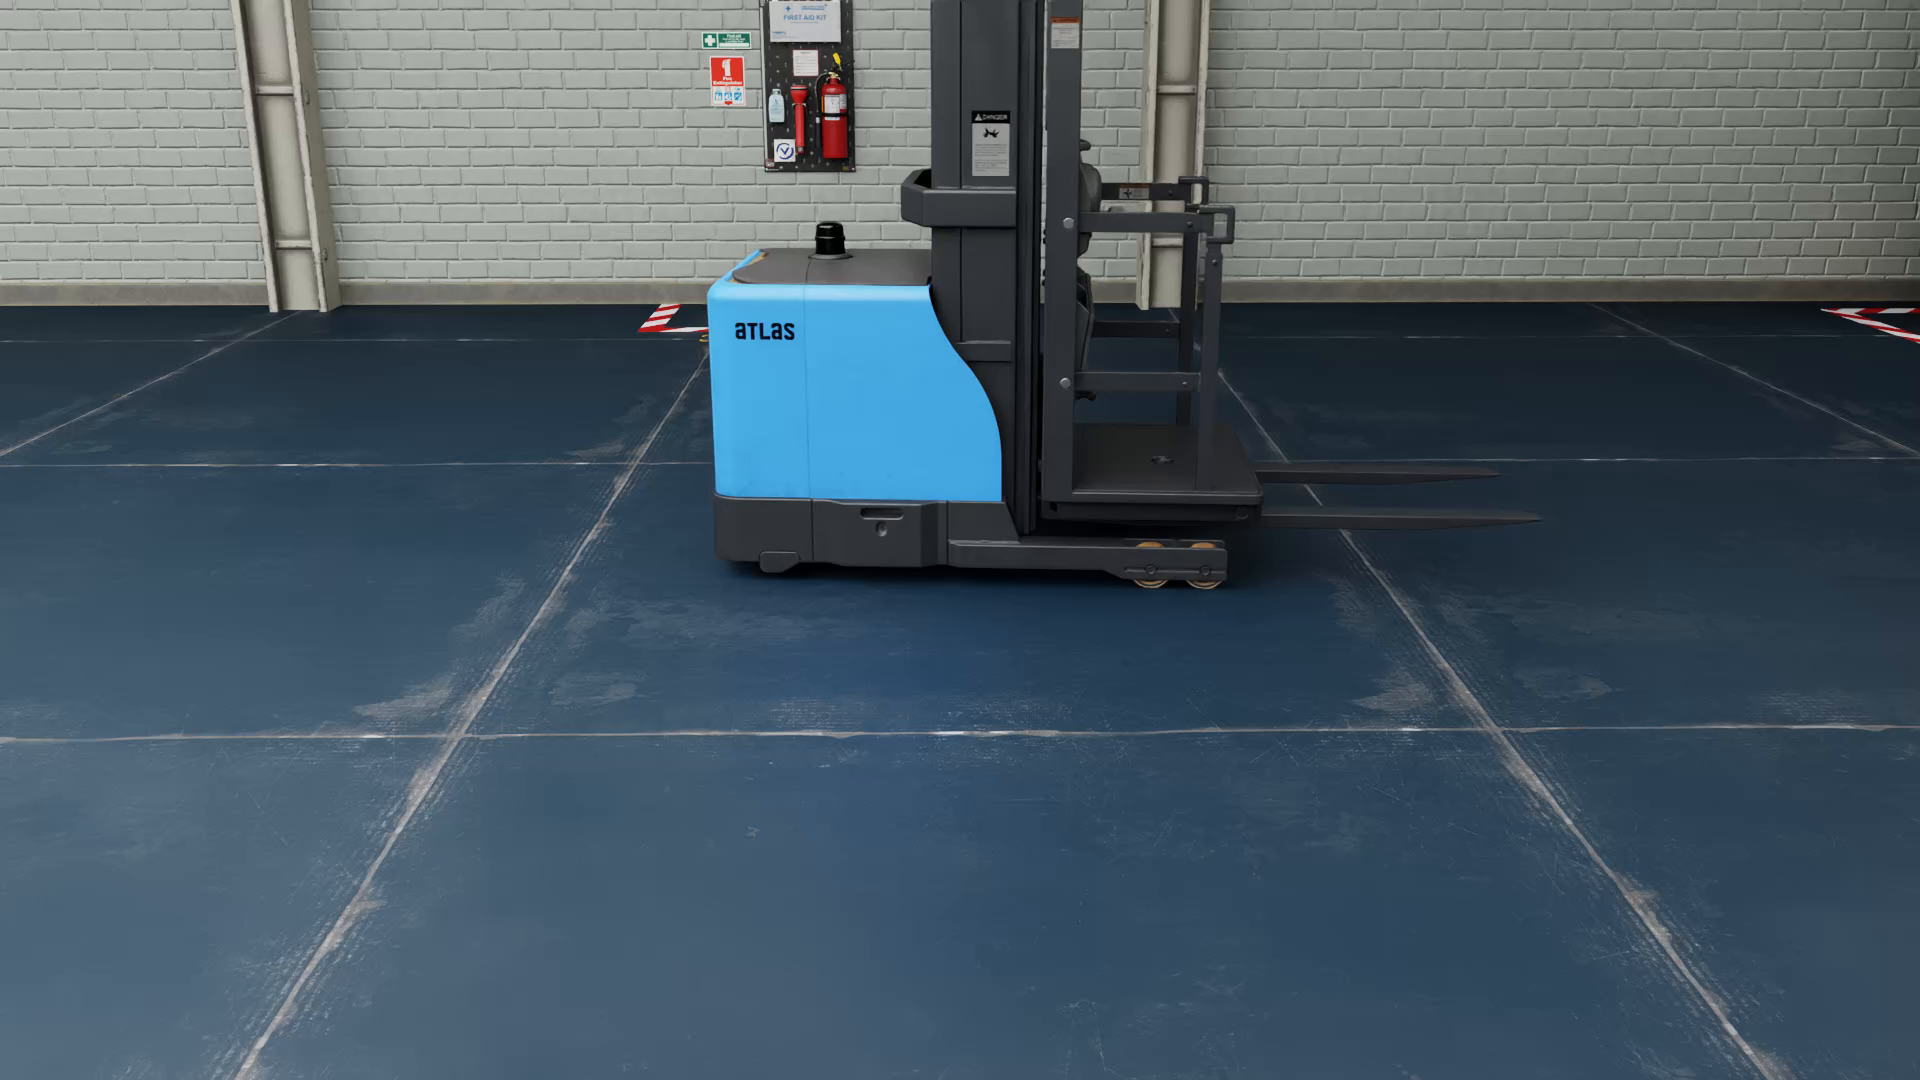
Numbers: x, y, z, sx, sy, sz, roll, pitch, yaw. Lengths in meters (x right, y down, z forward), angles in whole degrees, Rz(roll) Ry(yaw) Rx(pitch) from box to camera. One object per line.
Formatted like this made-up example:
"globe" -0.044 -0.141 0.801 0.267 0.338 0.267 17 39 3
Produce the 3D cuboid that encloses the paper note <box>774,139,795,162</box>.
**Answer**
"paper note" -1.203 -2.674 11.413 0.142 0.148 0.016 0 18 -1

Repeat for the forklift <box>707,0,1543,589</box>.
"forklift" 0.629 -1.385 6.067 3.031 2.935 1.130 1 18 3

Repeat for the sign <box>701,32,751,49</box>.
"sign" -1.575 -3.368 11.211 0.331 0.109 0.001 0 18 -1

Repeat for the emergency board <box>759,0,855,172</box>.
"emergency board" -1.025 -3.073 11.216 0.643 1.169 0.194 0 18 -1

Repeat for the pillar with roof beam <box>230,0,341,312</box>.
"pillar with roof beam" -4.485 -4.586 6.111 0.400 9.000 9.100 0 18 -1

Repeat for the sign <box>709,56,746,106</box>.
"sign" -1.579 -3.119 11.300 0.234 0.329 0.001 0 18 -1

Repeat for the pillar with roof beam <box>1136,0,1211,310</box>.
"pillar with roof beam" 1.514 -4.615 6.201 0.400 9.000 9.100 0 18 -1
